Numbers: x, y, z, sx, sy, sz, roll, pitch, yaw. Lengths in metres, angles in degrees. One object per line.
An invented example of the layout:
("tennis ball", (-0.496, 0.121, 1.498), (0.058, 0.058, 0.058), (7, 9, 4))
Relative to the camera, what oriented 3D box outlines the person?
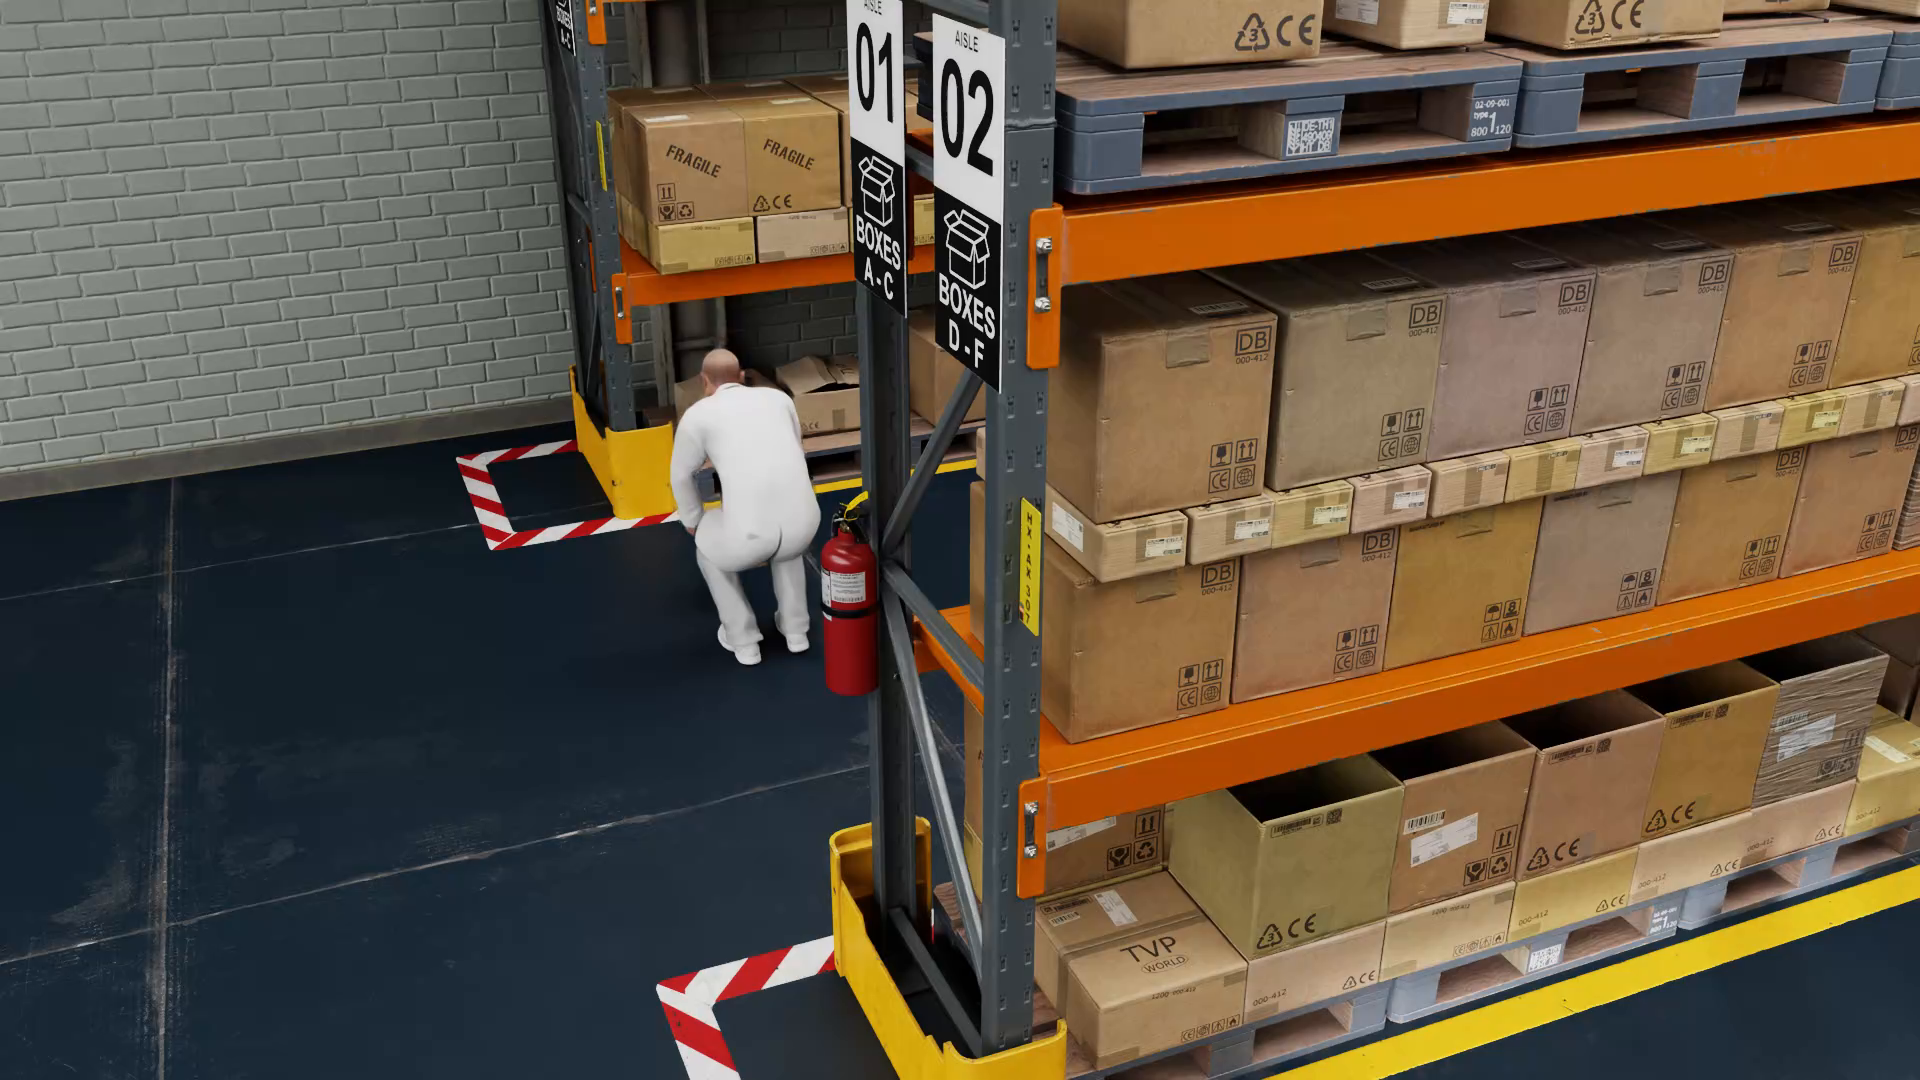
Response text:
("person", (-0.944, -0.134, 7.423), (0.631, 1.335, 0.764), (-10, 27, -21))
